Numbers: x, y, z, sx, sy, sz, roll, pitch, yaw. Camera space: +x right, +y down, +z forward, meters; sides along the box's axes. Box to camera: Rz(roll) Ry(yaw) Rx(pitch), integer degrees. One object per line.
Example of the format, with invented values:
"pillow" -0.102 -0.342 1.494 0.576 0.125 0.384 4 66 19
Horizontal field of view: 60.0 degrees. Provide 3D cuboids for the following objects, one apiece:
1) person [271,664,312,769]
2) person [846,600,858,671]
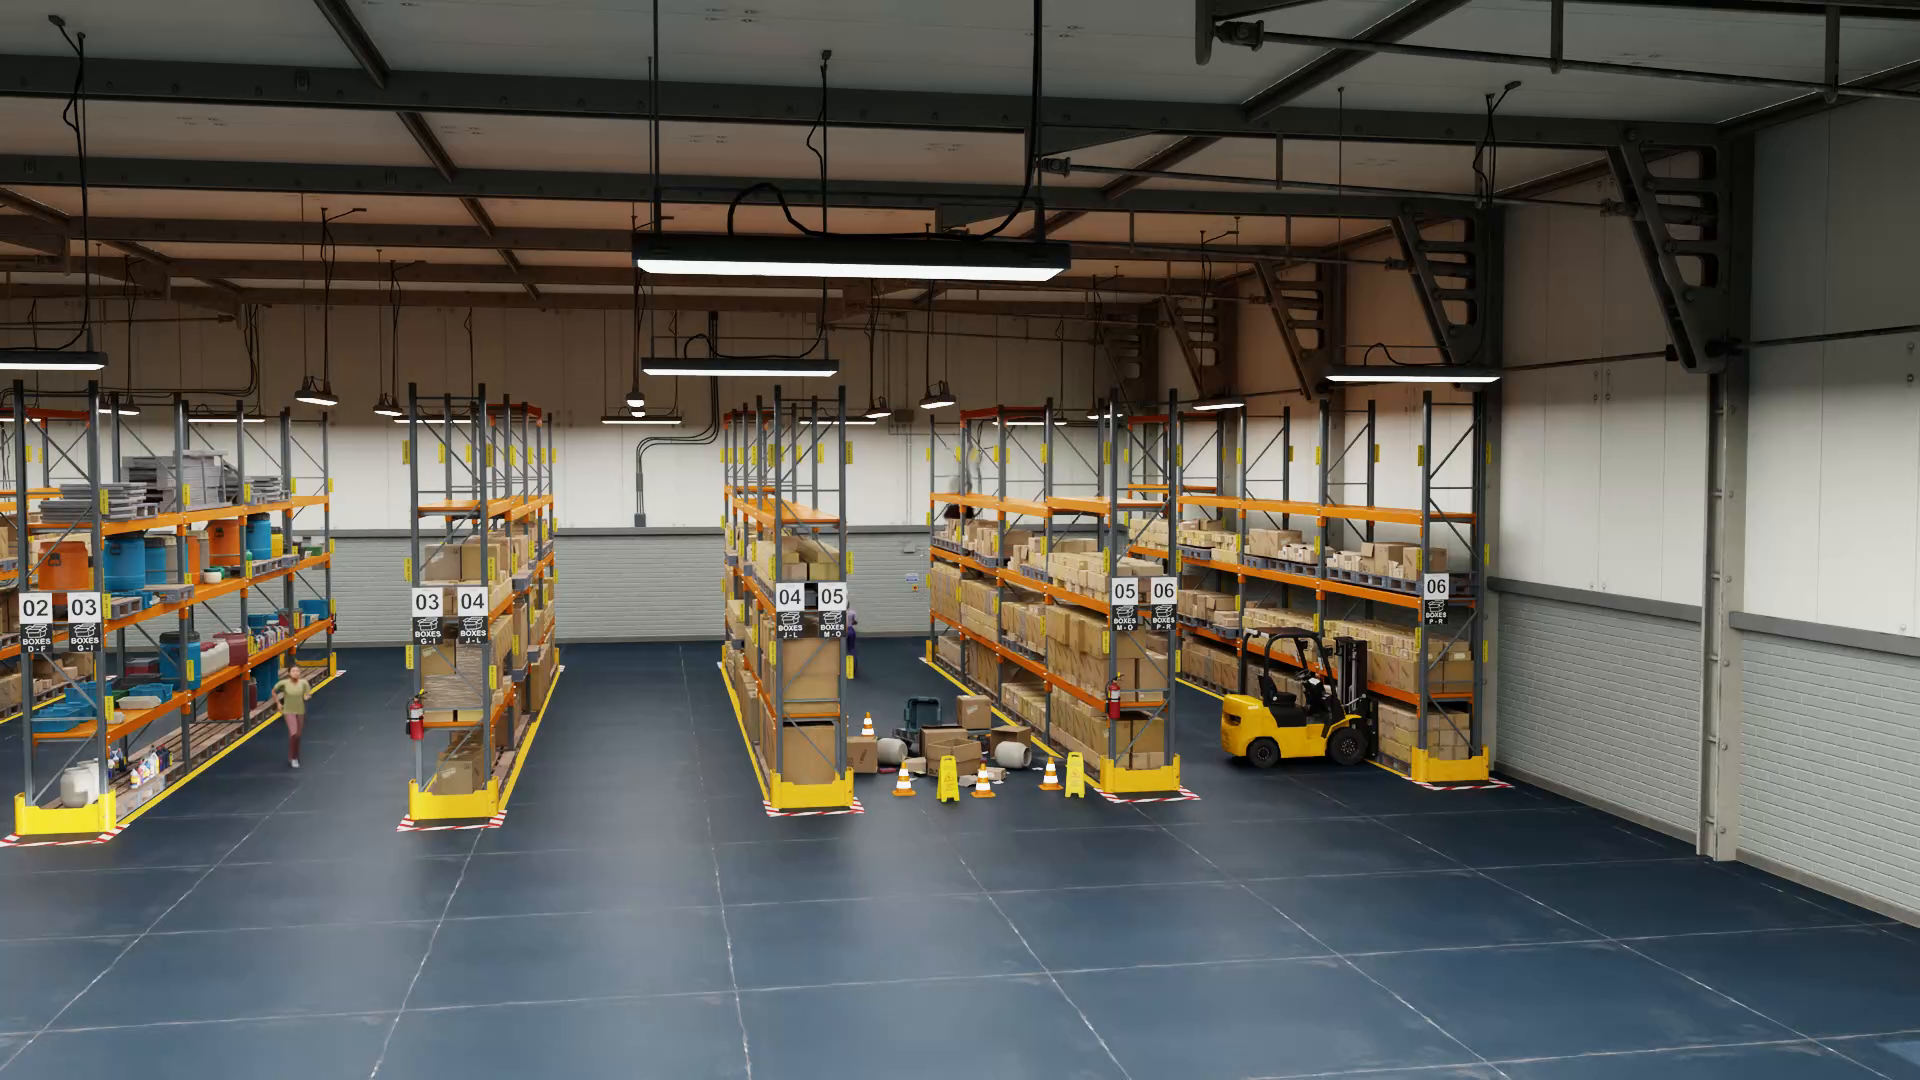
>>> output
"person" -10.717 2.828 26.733 0.578 1.694 0.741 -2 4 -36
"person" -2.605 2.228 38.340 0.599 1.684 0.857 -1 3 -26
